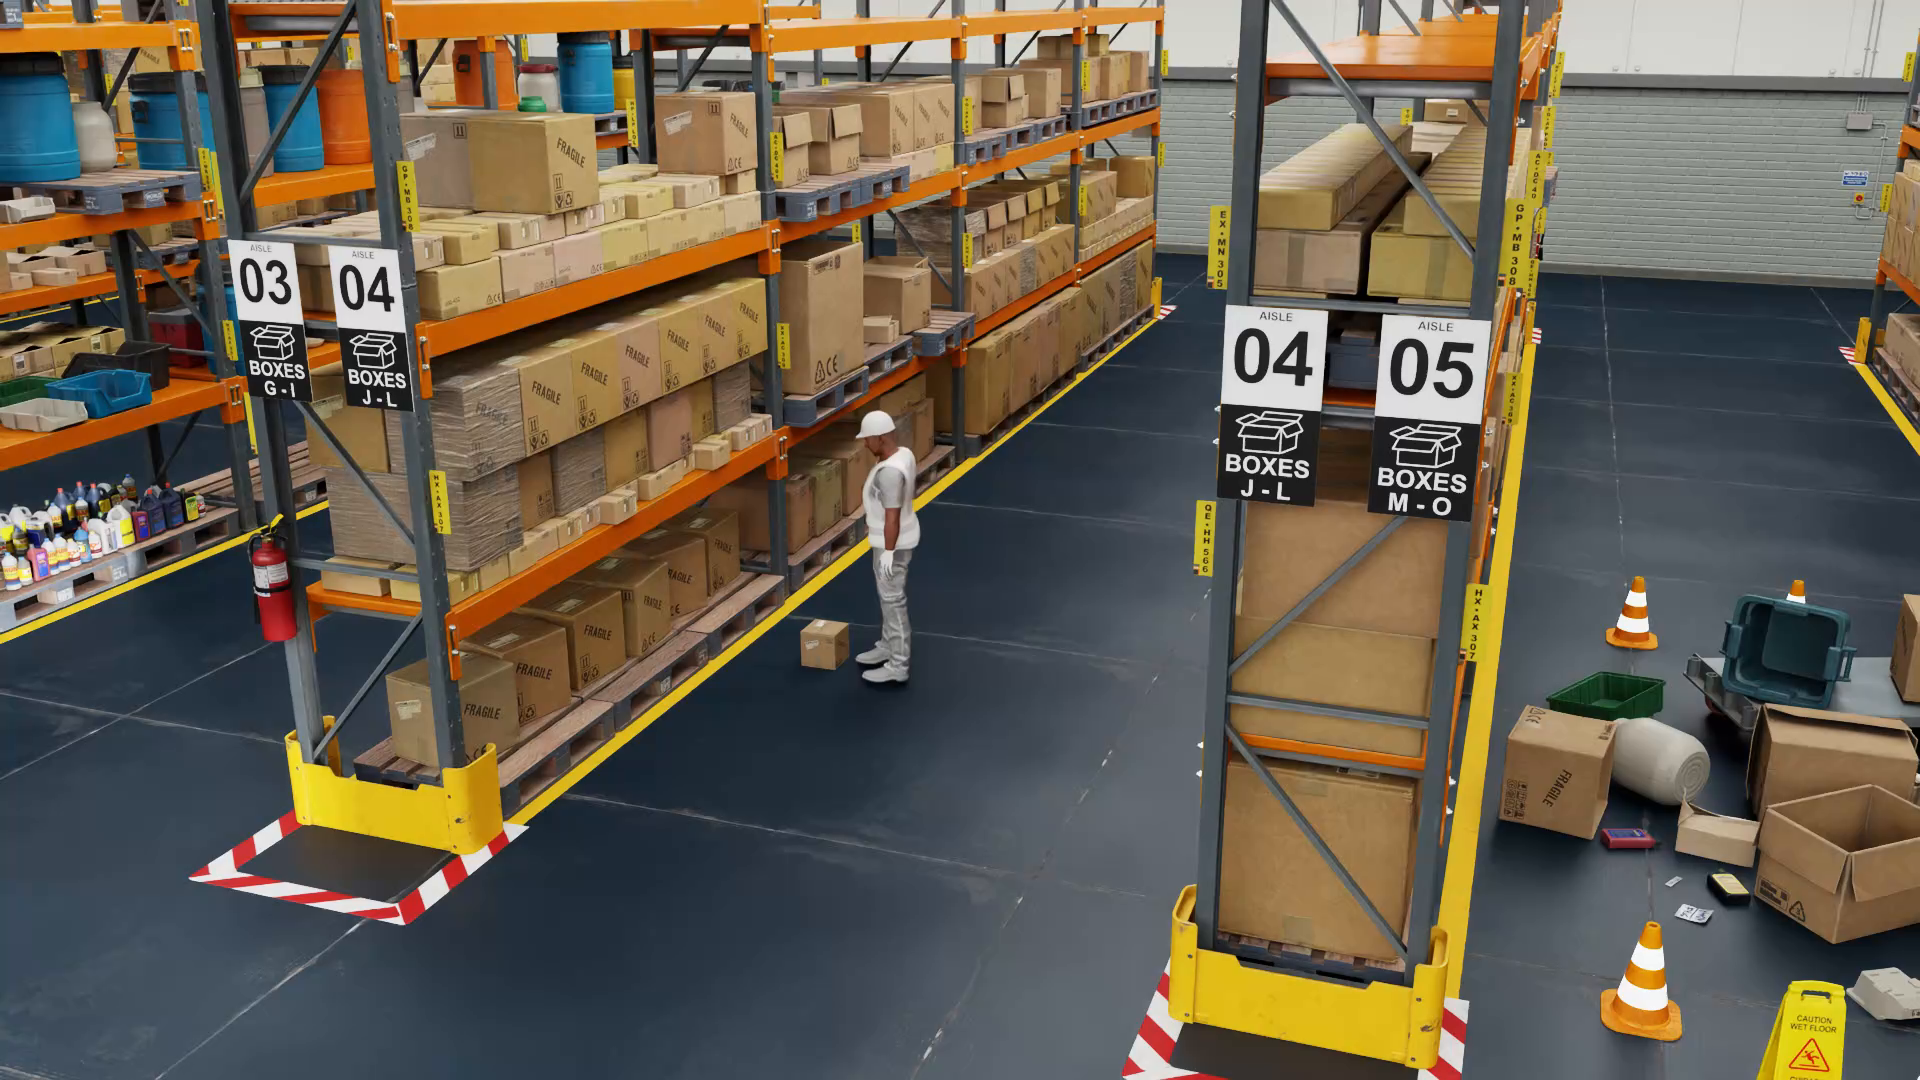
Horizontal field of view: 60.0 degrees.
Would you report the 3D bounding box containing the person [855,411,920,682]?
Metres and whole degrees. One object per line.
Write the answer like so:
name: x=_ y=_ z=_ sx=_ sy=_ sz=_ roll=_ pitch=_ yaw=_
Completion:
person: x=-0.487 y=0.021 z=10.906 sx=0.453 sy=1.777 sz=0.594 roll=2 pitch=19 yaw=6
